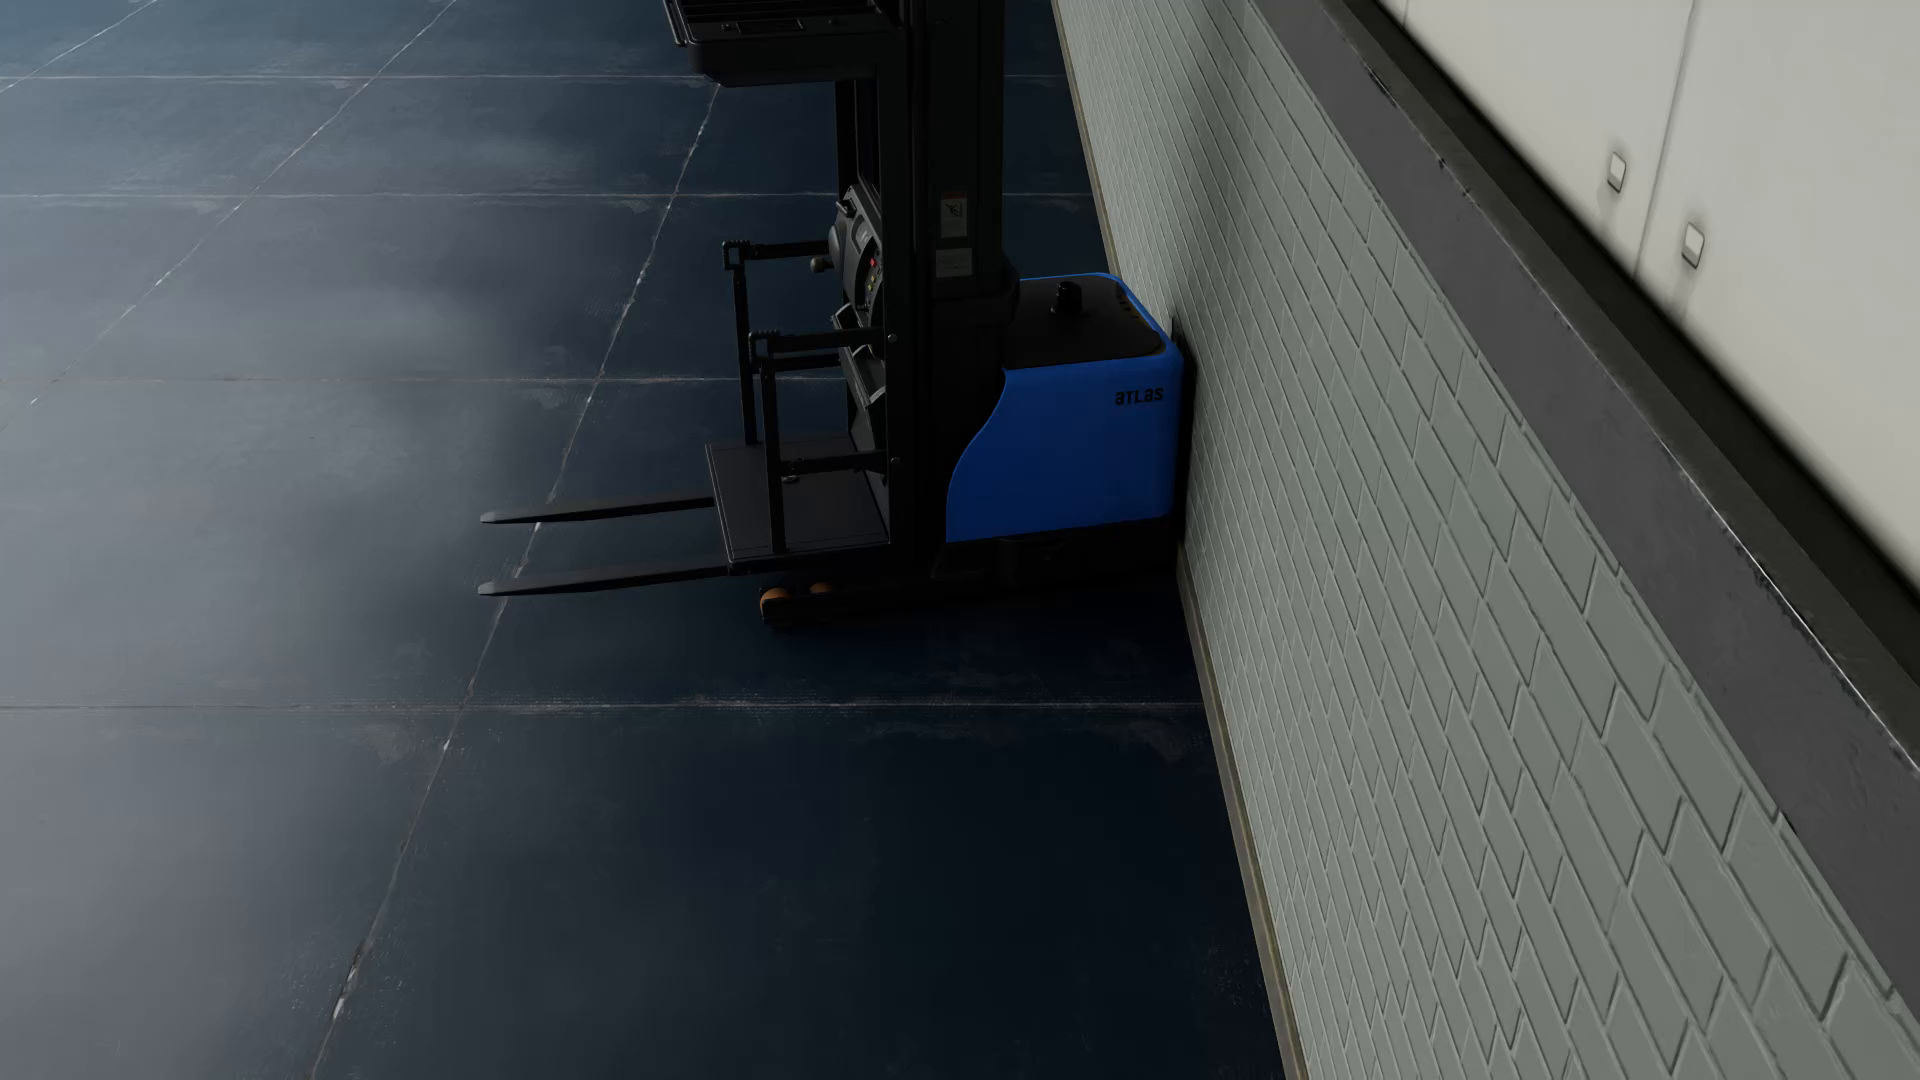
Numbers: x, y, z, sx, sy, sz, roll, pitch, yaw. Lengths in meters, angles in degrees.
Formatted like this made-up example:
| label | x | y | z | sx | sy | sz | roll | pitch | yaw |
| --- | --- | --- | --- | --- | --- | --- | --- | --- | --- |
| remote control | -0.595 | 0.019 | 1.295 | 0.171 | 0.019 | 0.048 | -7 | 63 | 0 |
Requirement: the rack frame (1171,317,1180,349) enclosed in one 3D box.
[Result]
| label | x | y | z | sx | sy | sz | roll | pitch | yaw |
| --- | --- | --- | --- | --- | --- | --- | --- | --- | --- |
| rack frame | 0.995 | -0.583 | 7.841 | 0.006 | 0.900 | 0.240 | 0 | 28 | 0 |

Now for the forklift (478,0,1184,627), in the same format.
| label | x | y | z | sx | sy | sz | roll | pitch | yaw |
| --- | --- | --- | --- | --- | --- | --- | --- | --- | --- |
| forklift | -0.612 | -1.181 | 6.870 | 3.031 | 2.935 | 1.130 | -7 | 32 | -11 |

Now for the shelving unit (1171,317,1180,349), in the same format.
| label | x | y | z | sx | sy | sz | roll | pitch | yaw |
| --- | --- | --- | --- | --- | --- | --- | --- | --- | --- |
| shelving unit | 0.893 | -0.582 | 7.841 | 0.210 | 0.900 | 0.258 | 0 | 28 | 0 |
